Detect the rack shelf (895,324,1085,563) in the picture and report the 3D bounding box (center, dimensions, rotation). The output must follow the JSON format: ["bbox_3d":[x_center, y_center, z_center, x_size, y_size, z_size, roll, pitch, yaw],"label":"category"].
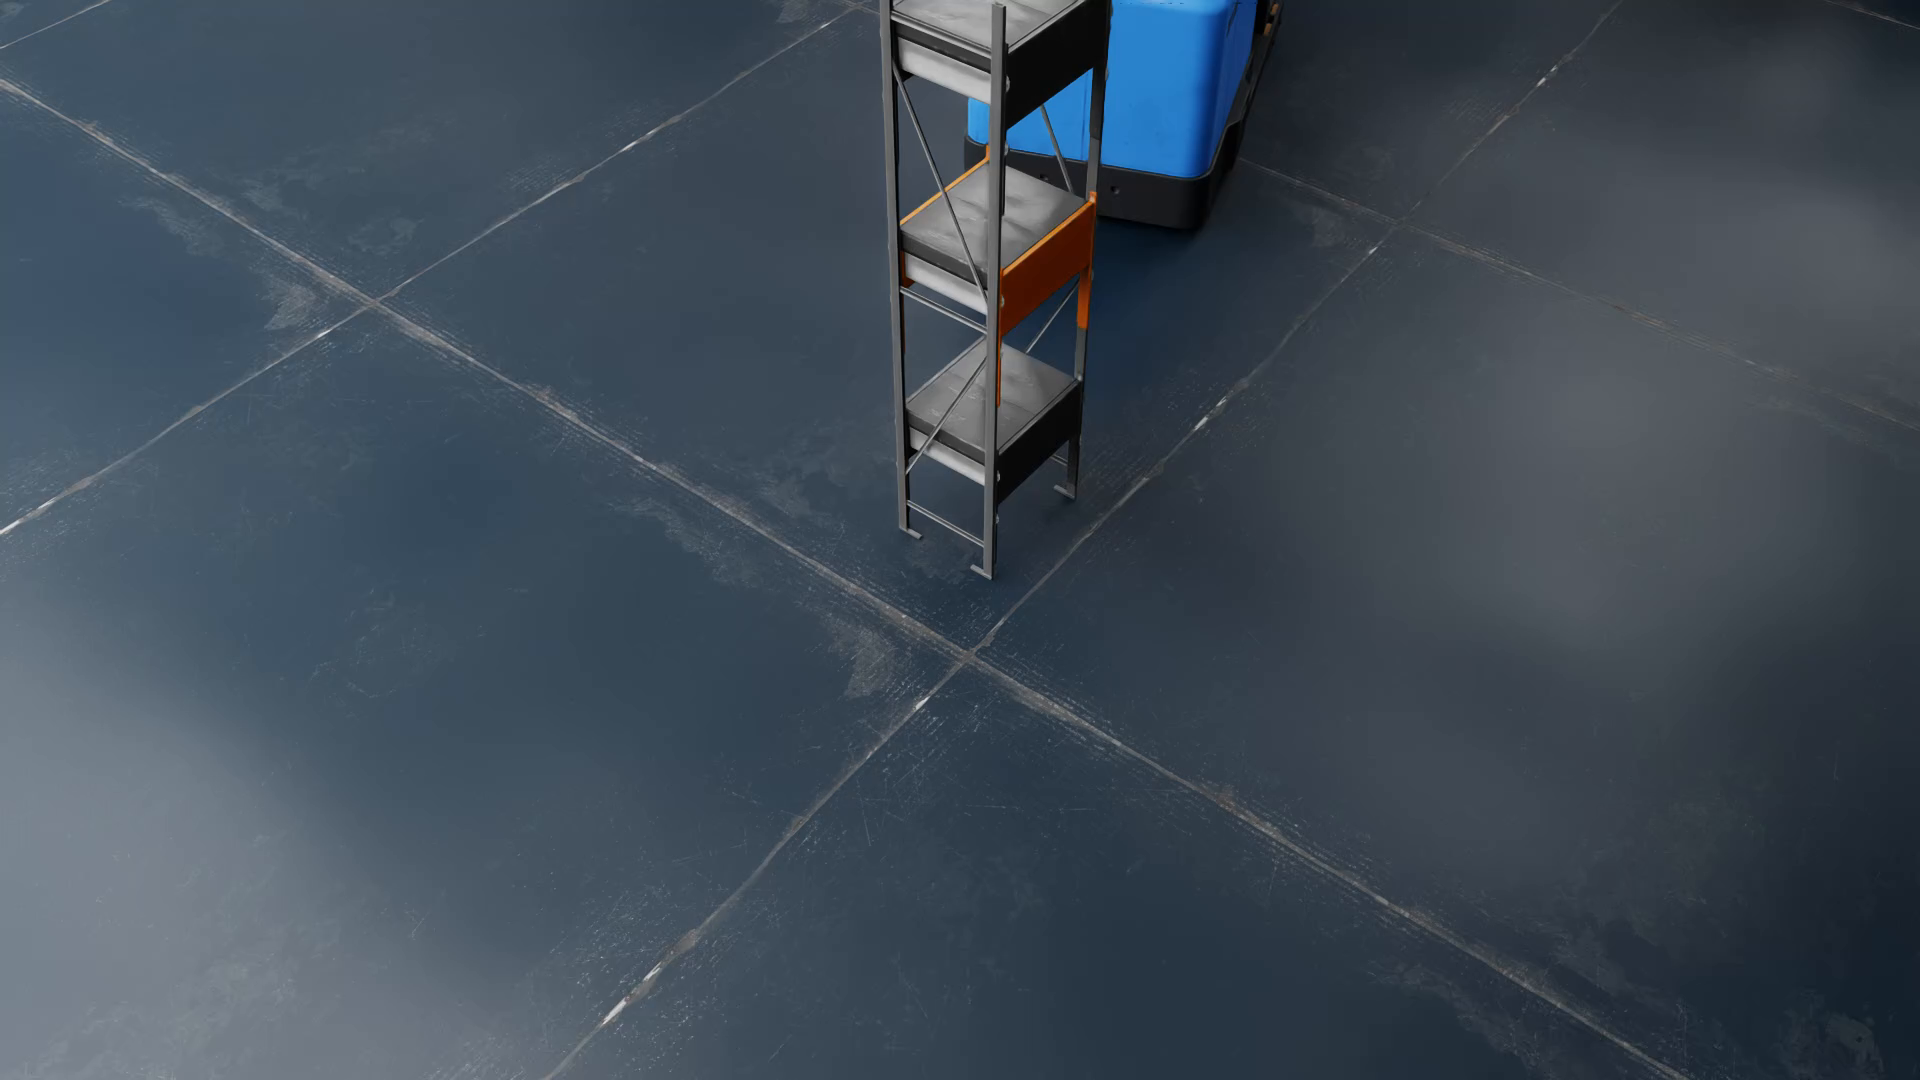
[{"bbox_3d":[0.101,-0.327,5.597,0.431,0.518,0.480,29,53,25],"label":"rack shelf"}]

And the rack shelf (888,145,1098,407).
[{"bbox_3d":[0.101,-0.811,5.091,0.431,0.518,0.480,29,53,25],"label":"rack shelf"}]

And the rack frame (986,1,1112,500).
[{"bbox_3d":[0.250,-0.960,5.215,0.400,2.100,0.015,29,53,25],"label":"rack frame"}]

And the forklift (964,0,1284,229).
[{"bbox_3d":[0.934,-3.387,6.958,1.130,2.935,3.031,12,48,12],"label":"forklift"}]

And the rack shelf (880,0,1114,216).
[{"bbox_3d":[0.101,-1.294,4.585,0.431,0.518,0.480,29,53,25],"label":"rack shelf"}]

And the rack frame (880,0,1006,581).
[{"bbox_3d":[-0.048,-0.680,4.948,0.400,2.100,0.015,29,53,25],"label":"rack frame"}]

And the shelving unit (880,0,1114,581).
[{"bbox_3d":[0.101,-0.820,5.081,0.431,2.100,0.503,29,53,25],"label":"shelving unit"}]
